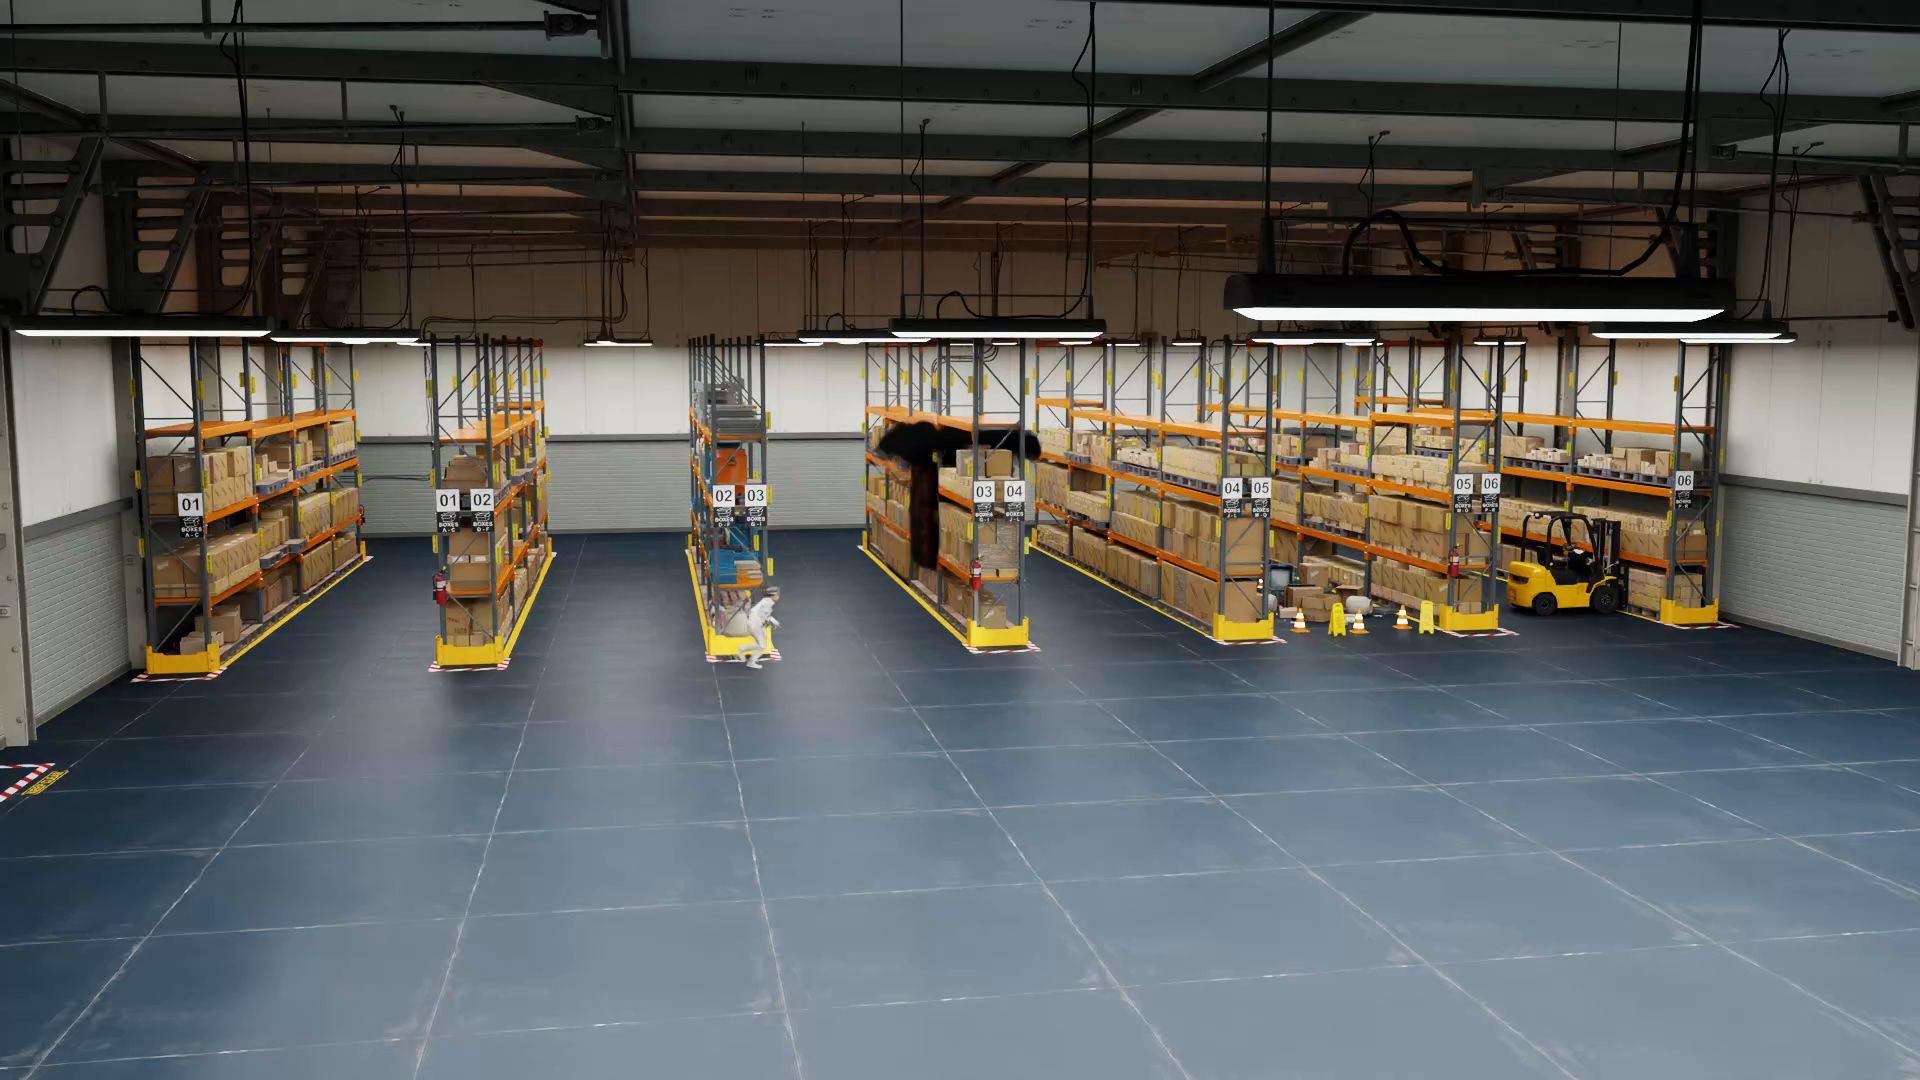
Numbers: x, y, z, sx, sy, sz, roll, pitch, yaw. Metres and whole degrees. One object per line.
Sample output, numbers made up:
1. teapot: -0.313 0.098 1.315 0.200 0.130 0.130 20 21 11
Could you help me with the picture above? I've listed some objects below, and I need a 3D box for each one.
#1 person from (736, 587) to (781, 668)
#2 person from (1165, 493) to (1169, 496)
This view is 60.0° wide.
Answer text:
1. person: -3.628 1.584 29.884 0.824 1.488 0.639 1 7 9
2. person: 5.860 -0.423 46.169 0.680 1.759 0.882 -4 8 -33
